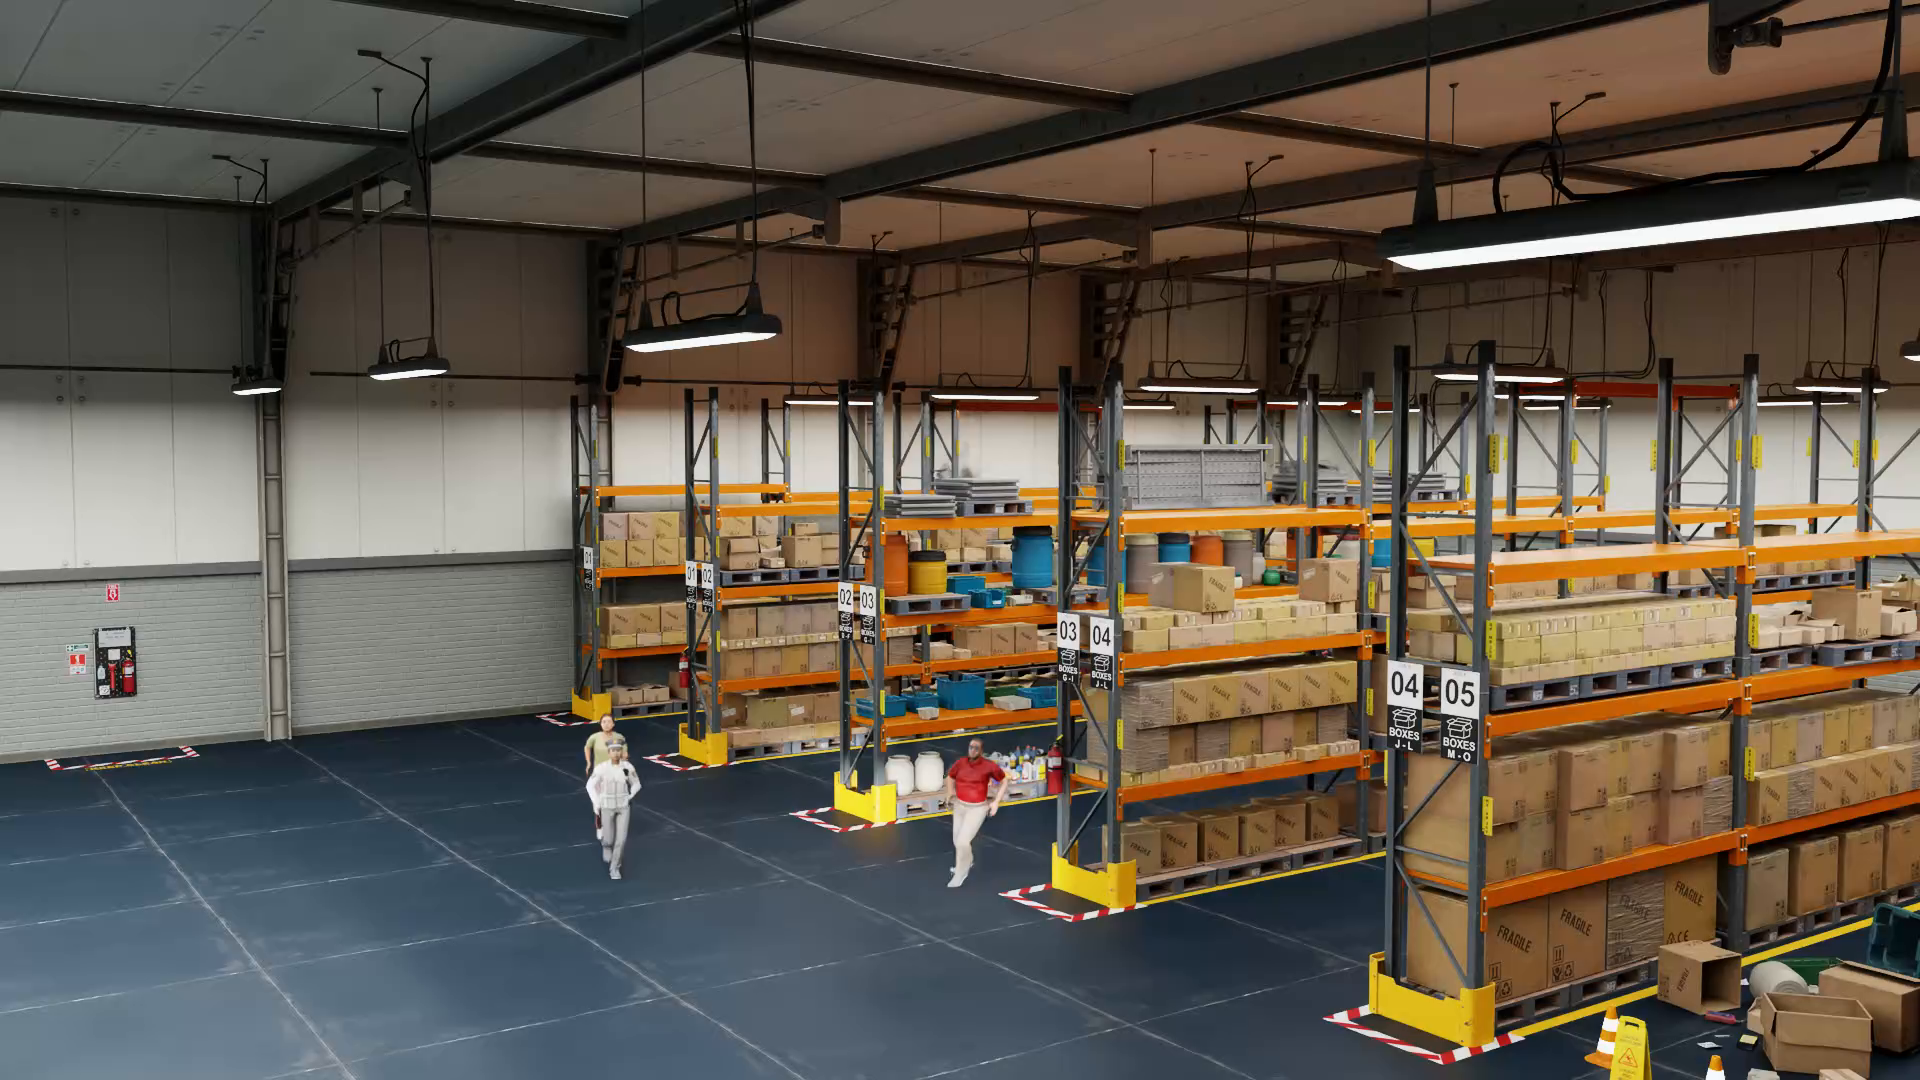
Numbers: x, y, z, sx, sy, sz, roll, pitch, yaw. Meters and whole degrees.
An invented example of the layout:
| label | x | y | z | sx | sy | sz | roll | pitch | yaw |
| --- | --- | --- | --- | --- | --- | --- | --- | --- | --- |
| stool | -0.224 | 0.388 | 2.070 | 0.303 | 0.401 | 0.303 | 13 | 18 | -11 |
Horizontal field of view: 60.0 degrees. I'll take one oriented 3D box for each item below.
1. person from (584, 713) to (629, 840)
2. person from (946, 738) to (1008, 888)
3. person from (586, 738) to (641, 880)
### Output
| label | x | y | z | sx | sy | sz | roll | pitch | yaw |
| --- | --- | --- | --- | --- | --- | --- | --- | --- | --- |
| person | -4.540 | 3.042 | 21.371 | 0.561 | 1.630 | 0.632 | -1 | 4 | -12 |
| person | 0.144 | 3.169 | 19.357 | 0.737 | 1.759 | 0.698 | 2 | 4 | 33 |
| person | -4.084 | 3.154 | 19.672 | 0.629 | 1.651 | 0.547 | -1 | 4 | -19 |
